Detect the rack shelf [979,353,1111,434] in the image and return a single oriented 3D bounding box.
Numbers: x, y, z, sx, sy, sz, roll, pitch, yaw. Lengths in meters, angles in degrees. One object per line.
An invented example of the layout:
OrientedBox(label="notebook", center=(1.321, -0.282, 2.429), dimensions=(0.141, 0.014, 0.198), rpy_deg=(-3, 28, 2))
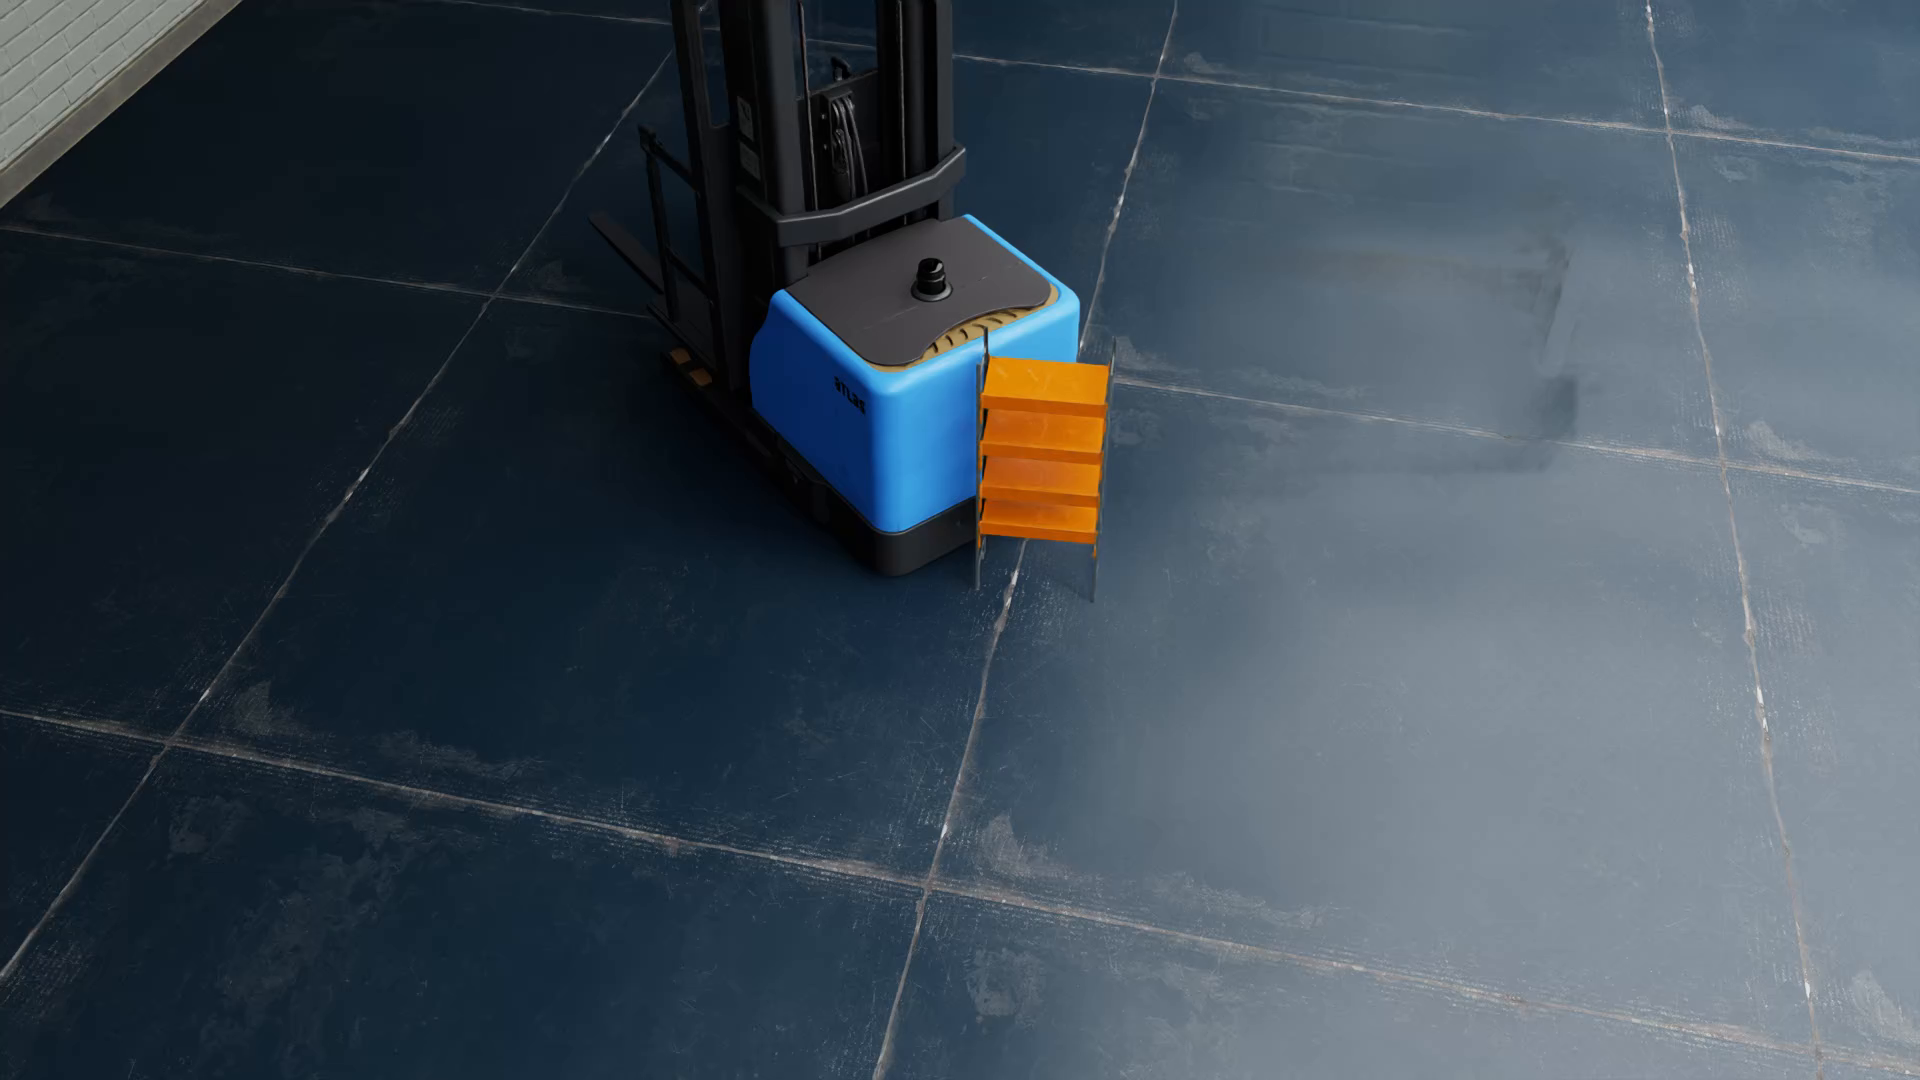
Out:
OrientedBox(label="rack shelf", center=(0.328, -0.561, 6.361), dimensions=(0.480, 0.148, 0.258), rpy_deg=(5, 44, 5))

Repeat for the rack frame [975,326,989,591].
OrientedBox(label="rack frame", center=(0.086, -0.300, 6.657), dimensions=(0.015, 1.200, 0.240), rpy_deg=(5, 44, 5))

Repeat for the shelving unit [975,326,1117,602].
OrientedBox(label="shelving unit", center=(0.328, -0.278, 6.634), dimensions=(0.503, 1.200, 0.258), rpy_deg=(5, 44, 5))

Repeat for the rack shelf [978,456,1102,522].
OrientedBox(label="rack shelf", center=(0.328, -0.230, 6.680), dimensions=(0.480, 0.148, 0.258), rpy_deg=(5, 44, 5))

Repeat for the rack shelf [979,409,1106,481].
OrientedBox(label="rack shelf", center=(0.328, -0.391, 6.525), dimensions=(0.480, 0.148, 0.258), rpy_deg=(5, 44, 5))

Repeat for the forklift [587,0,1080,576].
OrientedBox(label="forklift", center=(-0.775, -1.884, 7.054), dimensions=(1.130, 2.935, 3.031), rpy_deg=(-27, 50, -25))

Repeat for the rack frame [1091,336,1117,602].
OrientedBox(label="rack frame", center=(0.570, -0.256, 6.611), dimensions=(0.015, 1.200, 0.240), rpy_deg=(5, 44, 5))

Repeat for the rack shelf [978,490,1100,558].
OrientedBox(label="rack shelf", center=(0.328, -0.087, 6.818), dimensions=(0.480, 0.148, 0.258), rpy_deg=(5, 44, 5))
